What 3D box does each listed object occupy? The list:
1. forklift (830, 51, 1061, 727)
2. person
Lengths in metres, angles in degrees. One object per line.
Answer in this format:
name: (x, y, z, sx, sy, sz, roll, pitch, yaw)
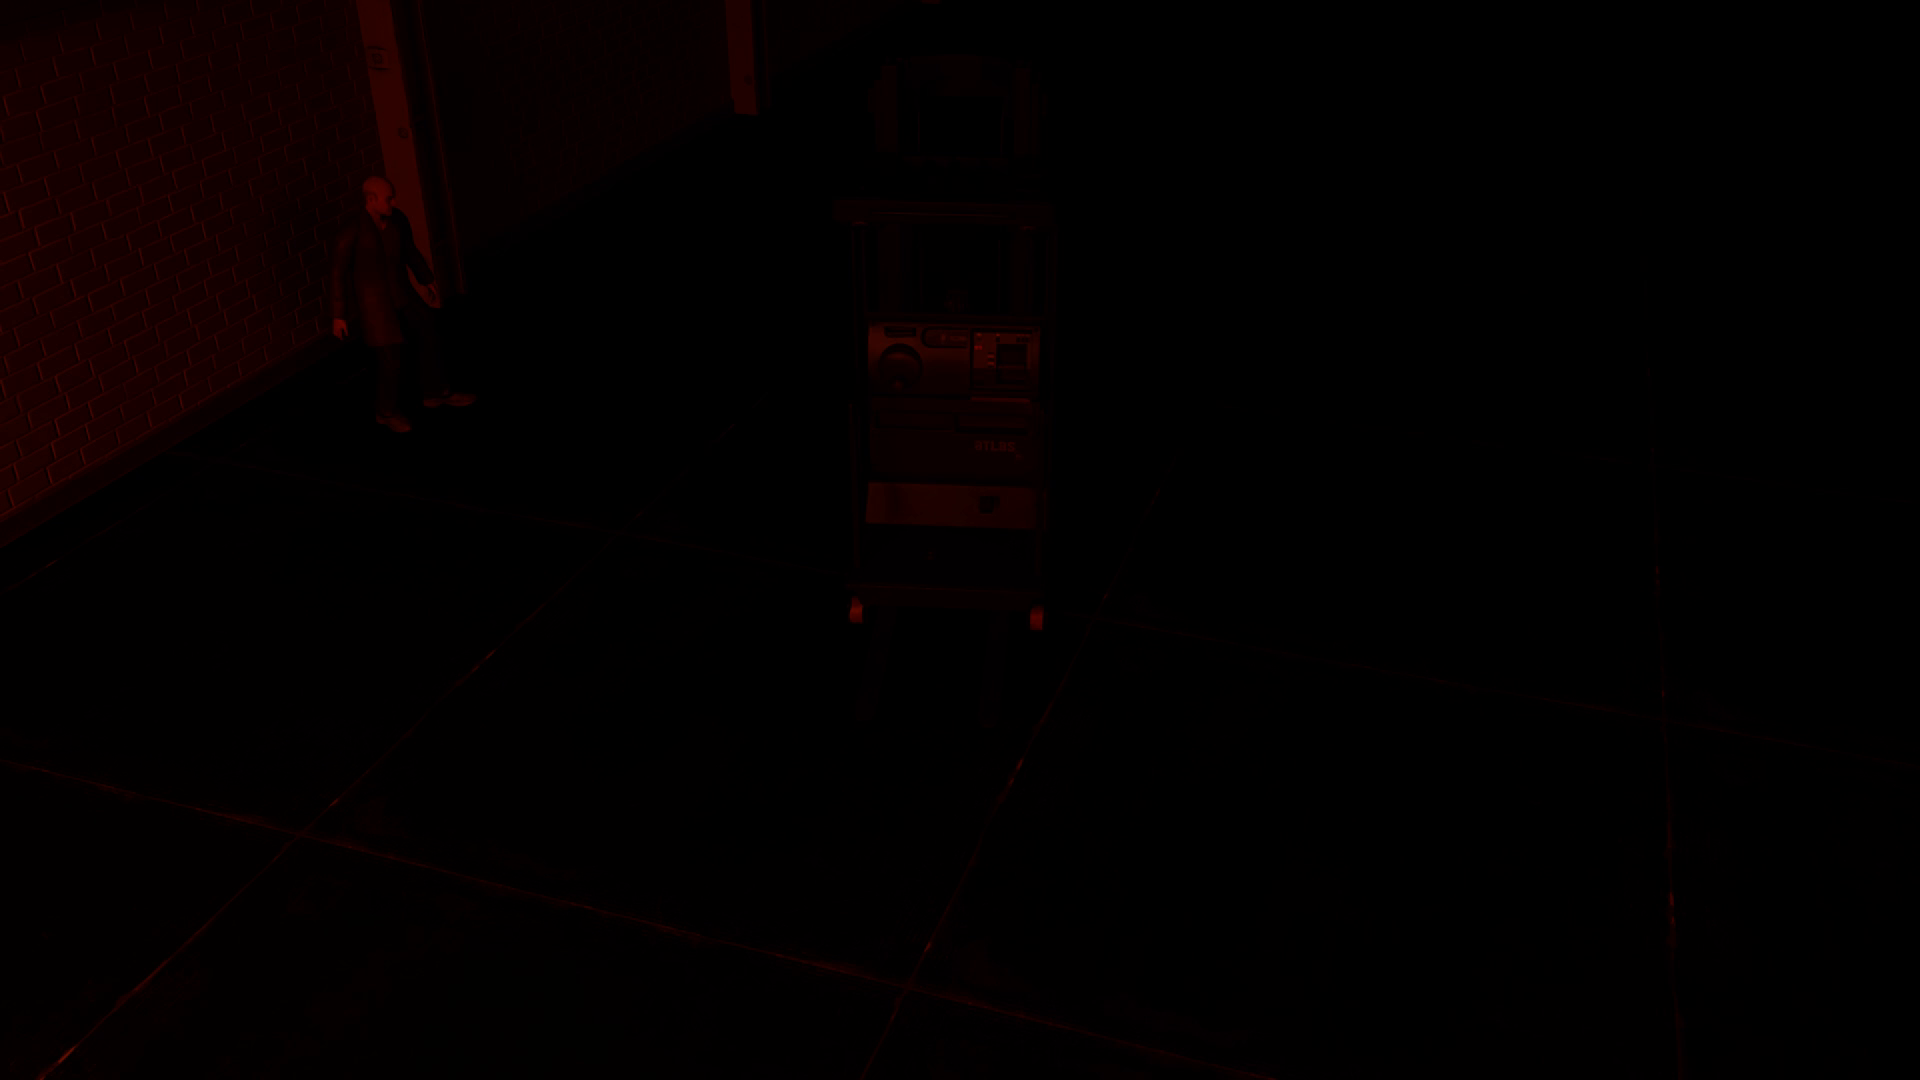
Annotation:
forklift: (-0.047, -0.936, 8.778, 1.130, 2.935, 3.031, 2, 30, 4)
person: (-3.808, -1.595, 11.135, 0.425, 1.749, 0.889, 15, 33, 25)
